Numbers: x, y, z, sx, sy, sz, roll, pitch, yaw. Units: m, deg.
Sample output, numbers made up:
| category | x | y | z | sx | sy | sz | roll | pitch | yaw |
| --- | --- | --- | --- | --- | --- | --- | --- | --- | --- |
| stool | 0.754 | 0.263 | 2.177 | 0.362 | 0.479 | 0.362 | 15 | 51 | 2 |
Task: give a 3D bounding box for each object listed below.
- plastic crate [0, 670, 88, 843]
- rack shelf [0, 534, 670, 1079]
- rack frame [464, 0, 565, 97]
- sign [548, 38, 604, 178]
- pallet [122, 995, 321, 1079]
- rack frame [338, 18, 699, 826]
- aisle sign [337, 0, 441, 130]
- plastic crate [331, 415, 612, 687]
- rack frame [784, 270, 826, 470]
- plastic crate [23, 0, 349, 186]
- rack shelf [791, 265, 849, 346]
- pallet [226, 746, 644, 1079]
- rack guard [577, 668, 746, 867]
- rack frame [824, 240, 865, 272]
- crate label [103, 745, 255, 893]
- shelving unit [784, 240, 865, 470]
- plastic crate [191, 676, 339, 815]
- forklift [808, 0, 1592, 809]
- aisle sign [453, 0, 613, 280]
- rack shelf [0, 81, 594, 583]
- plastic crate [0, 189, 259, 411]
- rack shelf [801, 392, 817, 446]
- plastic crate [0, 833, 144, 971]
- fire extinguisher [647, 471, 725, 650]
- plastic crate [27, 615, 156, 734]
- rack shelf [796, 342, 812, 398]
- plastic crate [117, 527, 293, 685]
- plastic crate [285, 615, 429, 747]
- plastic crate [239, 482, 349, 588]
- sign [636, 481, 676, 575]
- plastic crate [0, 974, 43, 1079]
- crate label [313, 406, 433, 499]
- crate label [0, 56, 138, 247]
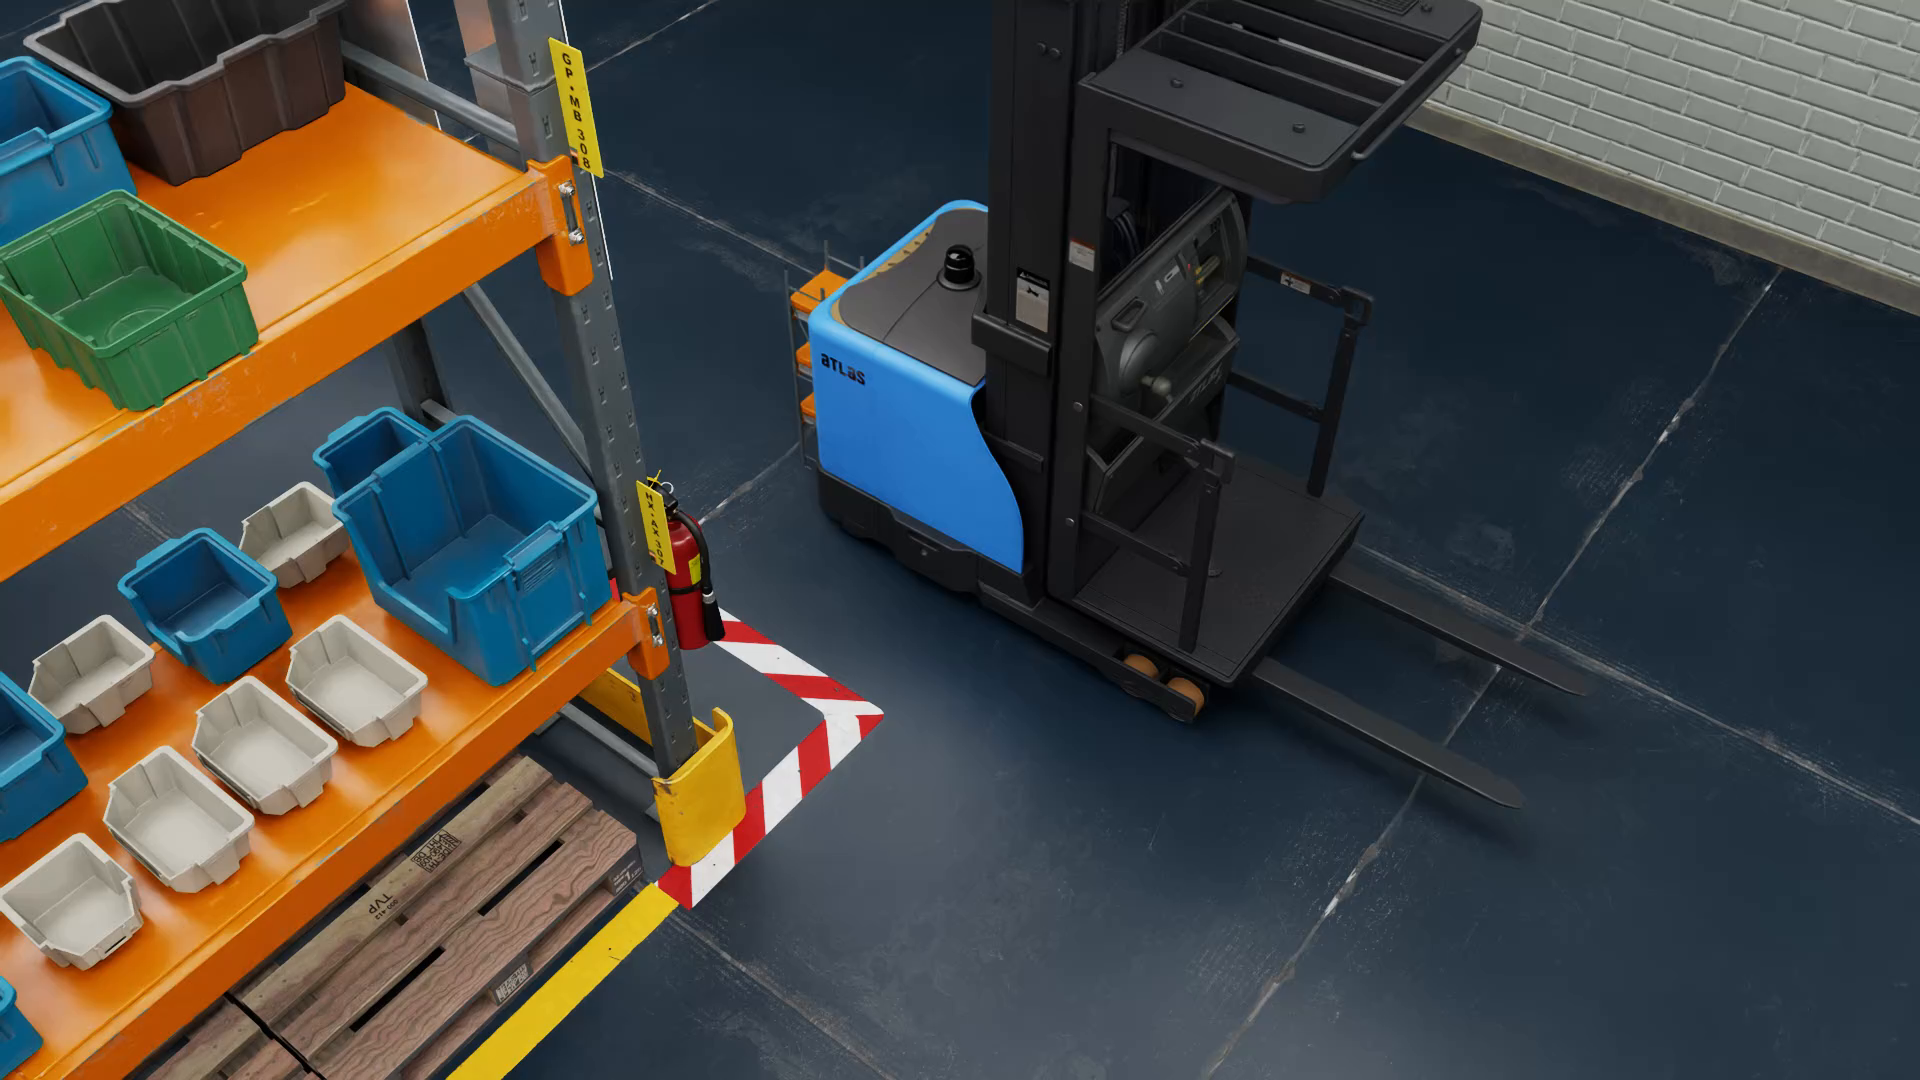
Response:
| category | x | y | z | sx | sy | sz | roll | pitch | yaw |
| --- | --- | --- | --- | --- | --- | --- | --- | --- | --- |
| plastic crate | -2.531 | 0.576 | 4.364 | 0.416 | 0.233 | 0.300 | 29 | 53 | 25 |
| rack shelf | -2.537 | 1.183 | 4.208 | 1.077 | 0.370 | 4.000 | 29 | 53 | 25 |
| rack frame | -1.314 | -2.282 | 2.872 | 1.000 | 3.000 | 0.127 | 29 | 53 | 25 |
| sign | -0.869 | -0.976 | 3.771 | 0.100 | 0.325 | 0.005 | 29 | 53 | 25 |
| pallet | -2.595 | 1.903 | 4.951 | 1.003 | 0.211 | 1.213 | 29 | 53 | 25 |
| rack frame | -1.314 | -0.210 | 5.041 | 1.000 | 3.000 | 0.127 | 29 | 53 | 25 |
| aisle sign | -1.505 | -1.281 | 4.266 | 0.394 | 0.787 | 0.004 | 29 | 53 | 25 |
| plastic crate | -1.371 | 0.031 | 4.745 | 0.616 | 0.435 | 0.499 | 29 | 53 | 25 |
| rack frame | -0.602 | -0.644 | 6.804 | 0.200 | 1.050 | 0.008 | 28 | 52 | 24 |
| plastic crate | -1.770 | -1.104 | 3.911 | 0.497 | 0.269 | 0.590 | 29 | 53 | 25 |
| rack shelf | -0.530 | -0.904 | 6.674 | 0.215 | 0.259 | 0.240 | 28 | 52 | 24 |
| pallet | -1.849 | 1.208 | 5.615 | 1.003 | 0.211 | 1.213 | 29 | 53 | 25 |
| rack guard | -1.310 | 0.634 | 5.964 | 1.175 | 0.500 | 0.348 | 29 | 53 | 25 |
| rack frame | -0.458 | -0.786 | 6.940 | 0.200 | 1.050 | 0.008 | 28 | 52 | 24 |
| crate label | -2.009 | 0.737 | 4.278 | 0.396 | 0.136 | 0.243 | 29 | 53 | 25 |
| shelving unit | -0.530 | -0.715 | 6.872 | 0.215 | 1.050 | 0.252 | 28 | 52 | 24 |
| plastic crate | -1.858 | 0.566 | 4.440 | 0.396 | 0.136 | 0.243 | 29 | 53 | 25 |
| forklift | 0.900 | -0.772 | 5.626 | 3.031 | 2.935 | 1.130 | 28 | 52 | 24 |
| aisle sign | -1.038 | -1.020 | 4.017 | 0.394 | 0.787 | 0.004 | 29 | 53 | 25 |
| rack shelf | -2.537 | 0.147 | 3.123 | 1.077 | 0.370 | 4.000 | 29 | 53 | 25 |
| plastic crate | -1.691 | -0.482 | 3.373 | 0.450 | 0.188 | 0.336 | 29 | 53 | 25 |
| rack shelf | -0.530 | -0.516 | 7.080 | 0.215 | 0.259 | 0.240 | 28 | 52 | 24 |
| plastic crate | -2.175 | 0.914 | 4.108 | 0.298 | 0.136 | 0.250 | 29 | 53 | 25 |
| fire extinguisher | -0.862 | 0.060 | 5.094 | 0.296 | 0.674 | 0.183 | 29 | 53 | 25 |
| plastic crate | -2.402 | 0.391 | 4.608 | 0.250 | 0.136 | 0.298 | 29 | 53 | 25 |
| rack shelf | -0.530 | -0.708 | 6.879 | 0.215 | 0.259 | 0.240 | 28 | 52 | 24 |
| plastic crate | -2.128 | 0.199 | 4.724 | 0.416 | 0.233 | 0.300 | 29 | 53 | 25 |
| plastic crate | -1.670 | 0.407 | 4.592 | 0.396 | 0.136 | 0.243 | 29 | 53 | 25 |
| plastic crate | -1.987 | 0.003 | 4.978 | 0.250 | 0.136 | 0.298 | 29 | 53 | 25 |
| sign | -0.869 | -0.033 | 4.759 | 0.100 | 0.325 | 0.005 | 29 | 53 | 25 |
| plastic crate | -2.367 | 1.115 | 3.849 | 0.416 | 0.233 | 0.300 | 29 | 53 | 25 |
| crate label | -1.726 | -0.177 | 5.084 | 0.416 | 0.233 | 0.303 | 29 | 53 | 25 |
| crate label | -2.134 | -0.810 | 3.642 | 0.408 | 0.251 | 0.502 | 29 | 53 | 25 |
